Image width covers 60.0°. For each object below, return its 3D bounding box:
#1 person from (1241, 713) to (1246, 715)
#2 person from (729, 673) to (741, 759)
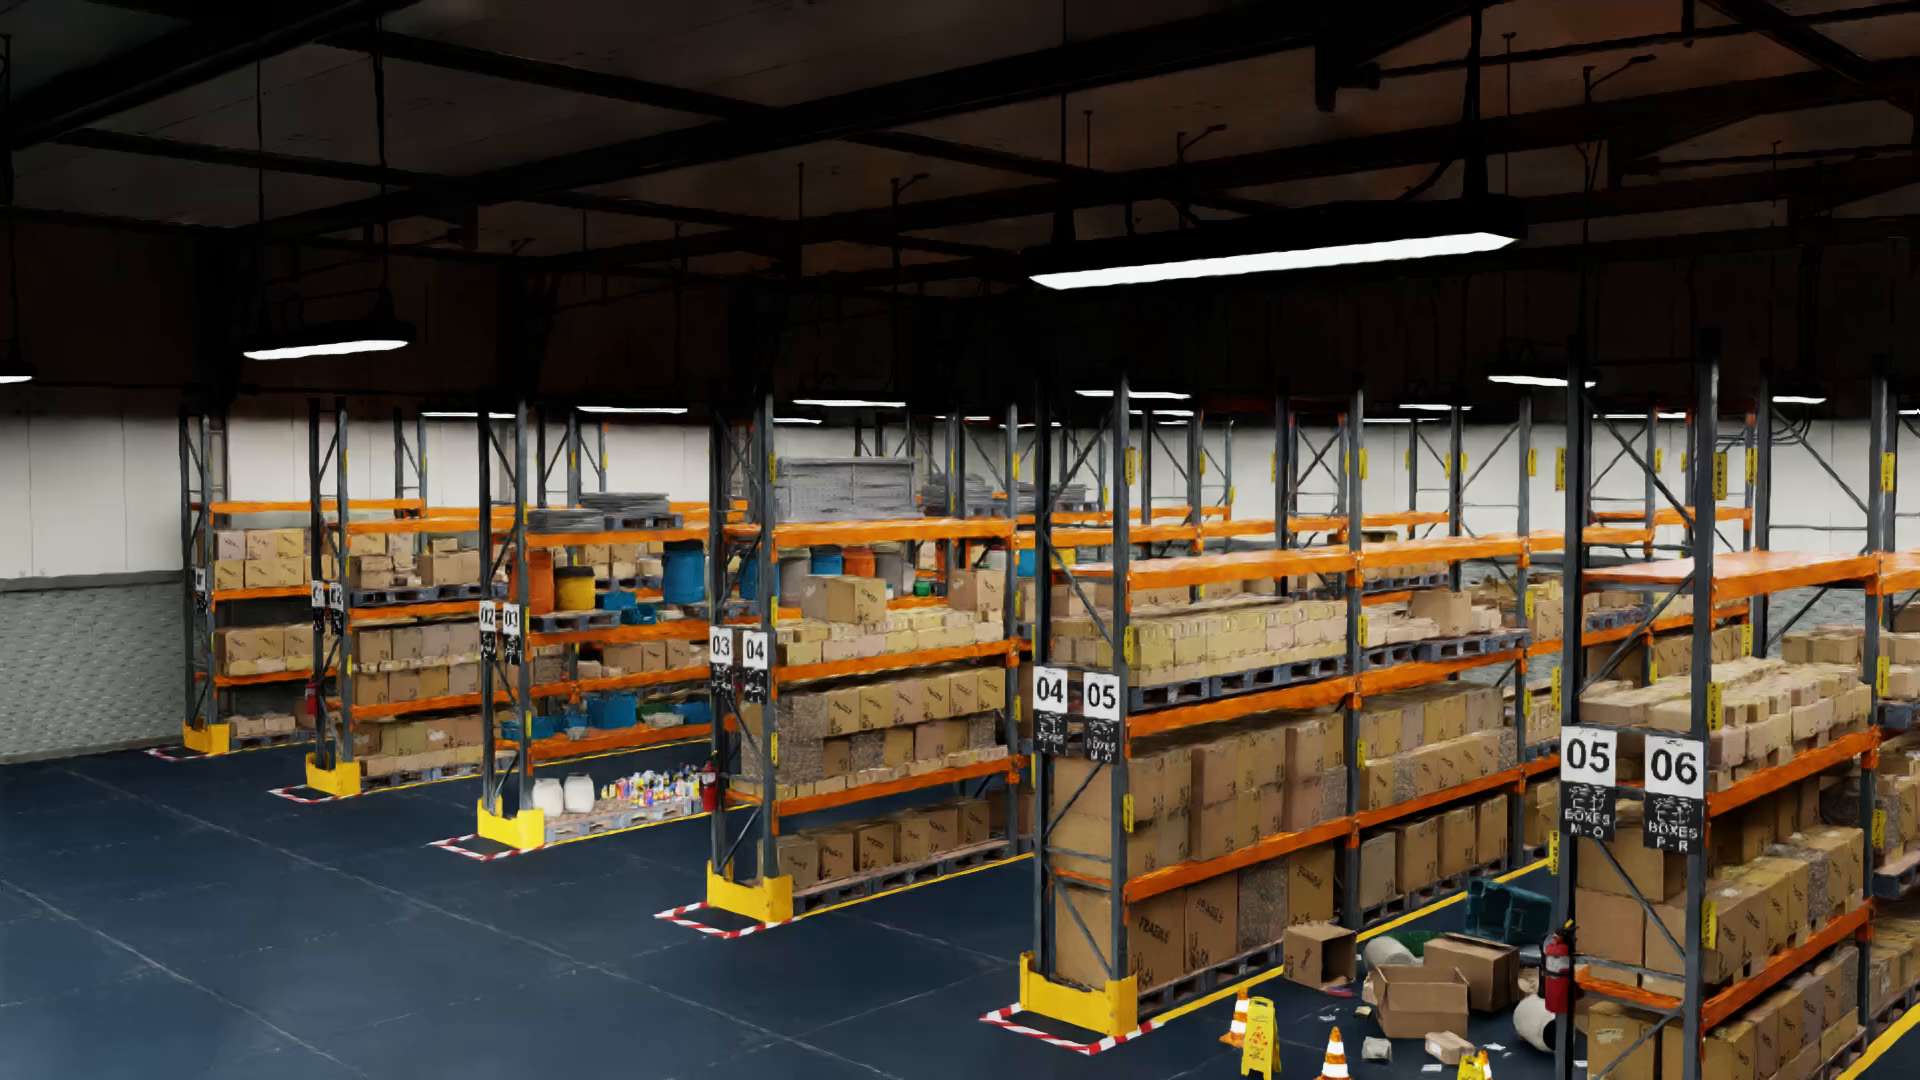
[{"bbox_3d":[4.115,3.026,23.280,0.442,1.781,0.686,2,4,32],"label":"person"},{"bbox_3d":[-3.792,2.832,28.121,0.440,1.683,0.551,1,3,16],"label":"person"}]
